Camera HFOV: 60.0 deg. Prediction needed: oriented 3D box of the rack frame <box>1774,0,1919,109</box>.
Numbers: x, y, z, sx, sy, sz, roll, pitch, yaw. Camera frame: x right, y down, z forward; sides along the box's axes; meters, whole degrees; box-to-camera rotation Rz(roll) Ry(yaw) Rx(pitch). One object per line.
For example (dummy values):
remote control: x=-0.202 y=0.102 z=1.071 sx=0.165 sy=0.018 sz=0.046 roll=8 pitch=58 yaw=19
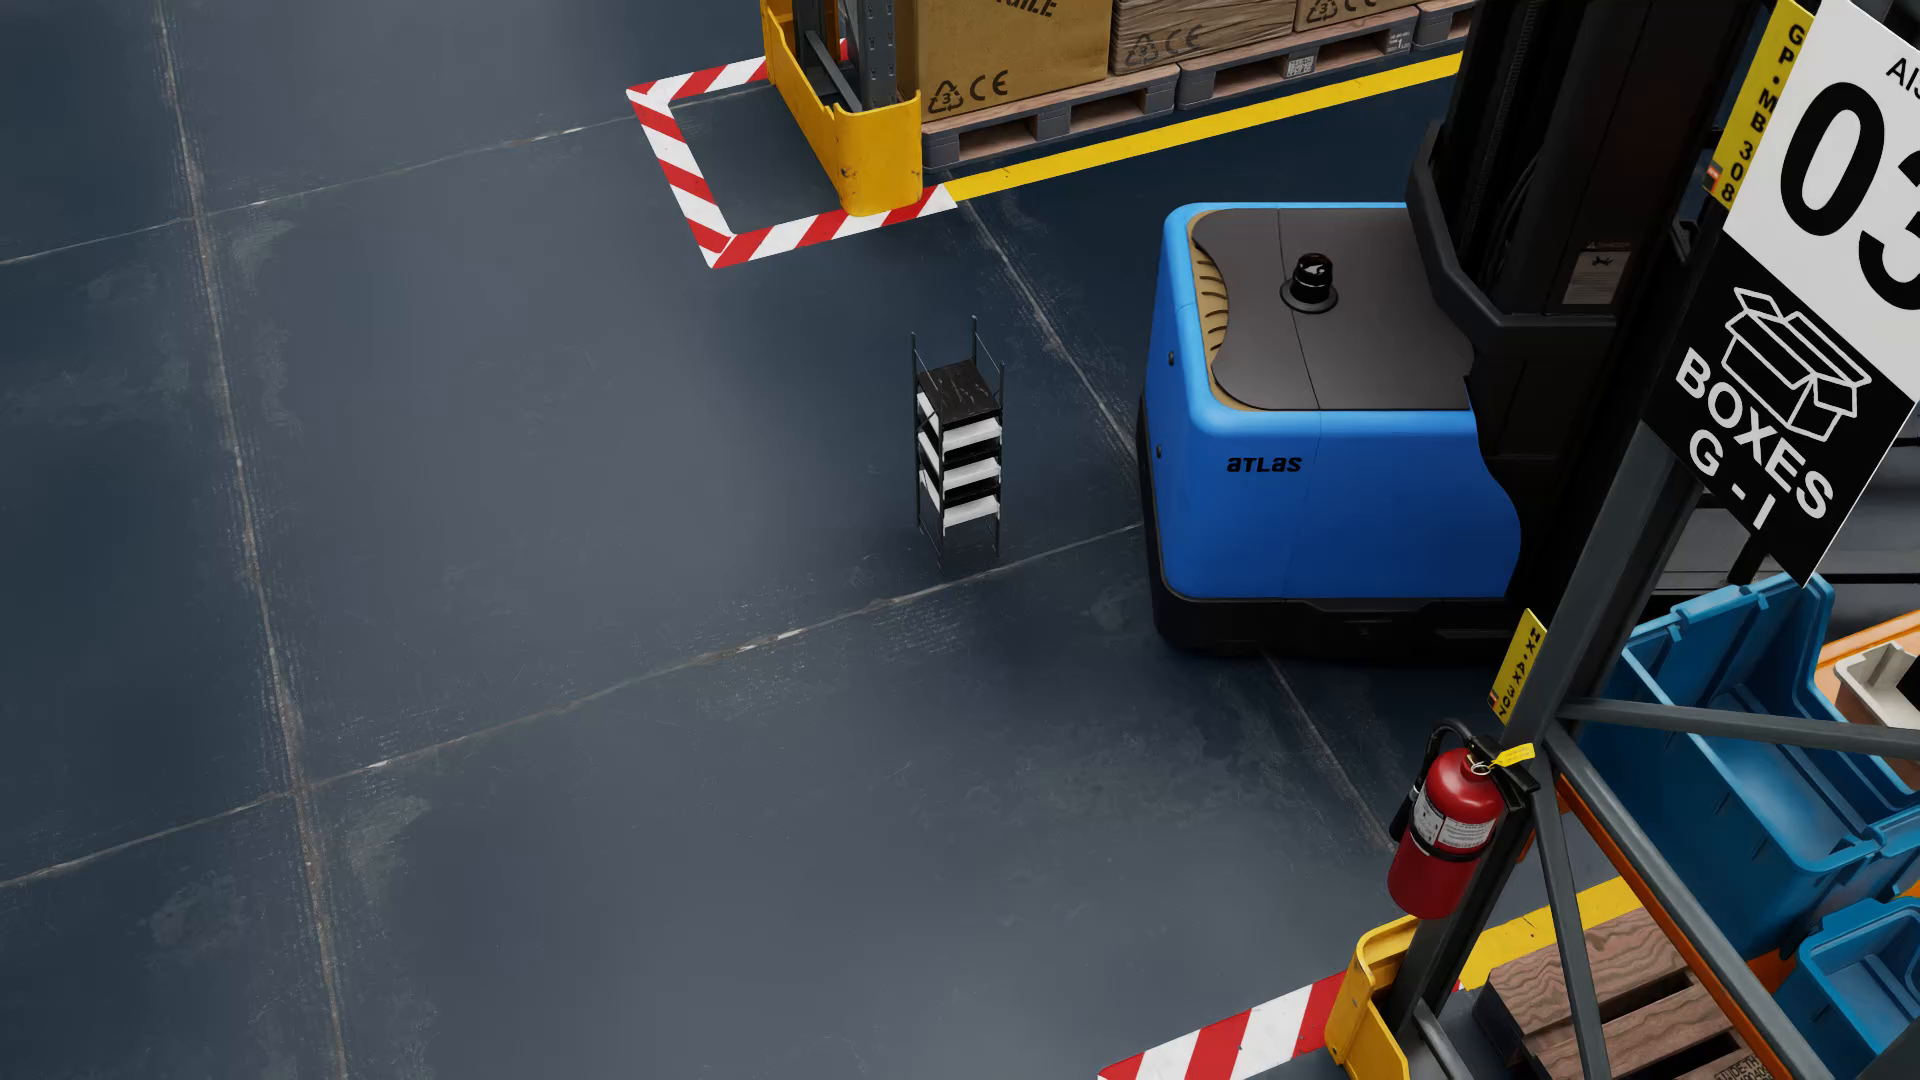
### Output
rack frame: x=1.379 y=-1.244 z=0.887 sx=0.127 sy=3.000 sz=1.000 roll=-17 pitch=52 yaw=-14

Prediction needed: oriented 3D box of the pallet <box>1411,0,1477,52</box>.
pallet: x=2.475 y=-2.844 z=8.053 sx=1.213 sy=0.211 sz=1.003 roll=-17 pitch=52 yaw=-14

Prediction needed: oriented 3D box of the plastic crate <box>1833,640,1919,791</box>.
plastic crate: x=2.065 y=0.416 z=3.550 sx=0.243 sy=0.136 sz=0.396 roll=-17 pitch=52 yaw=-14

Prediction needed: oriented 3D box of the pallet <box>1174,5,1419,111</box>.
pallet: x=1.344 y=-2.491 z=7.750 sx=1.213 sy=0.211 sz=1.003 roll=-17 pitch=52 yaw=-14

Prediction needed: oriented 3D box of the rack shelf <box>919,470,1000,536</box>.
rack shelf: x=-0.008 y=-0.152 z=5.568 sx=0.200 sy=0.077 sz=0.258 roll=-17 pitch=52 yaw=-14

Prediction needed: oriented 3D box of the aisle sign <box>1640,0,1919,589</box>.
aisle sign: x=1.201 y=-0.322 z=2.335 sx=0.004 sy=0.787 sz=0.394 roll=-17 pitch=52 yaw=-14

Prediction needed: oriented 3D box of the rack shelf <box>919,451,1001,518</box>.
rack shelf: x=-0.008 y=-0.211 z=5.500 sx=0.200 sy=0.077 sz=0.258 roll=-17 pitch=52 yaw=-14

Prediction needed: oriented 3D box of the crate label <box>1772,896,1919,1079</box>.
crate label: x=1.732 y=0.906 z=3.066 sx=0.303 sy=0.233 sz=0.416 roll=-17 pitch=52 yaw=-14

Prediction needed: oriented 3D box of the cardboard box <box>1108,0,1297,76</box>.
cardboard box: x=0.910 y=-2.714 z=7.227 sx=0.875 sy=0.875 sz=0.875 roll=-17 pitch=52 yaw=-14

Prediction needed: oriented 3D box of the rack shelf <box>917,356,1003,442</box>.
rack shelf: x=-0.008 y=-0.445 z=5.227 sx=0.200 sy=0.077 sz=0.258 roll=-17 pitch=52 yaw=-14

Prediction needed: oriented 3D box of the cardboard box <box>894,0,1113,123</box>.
cardboard box: x=0.068 y=-2.453 z=7.003 sx=0.875 sy=0.875 sz=0.875 roll=-17 pitch=52 yaw=-14

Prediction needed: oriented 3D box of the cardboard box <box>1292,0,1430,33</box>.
cardboard box: x=1.734 y=-2.969 z=7.446 sx=0.875 sy=0.875 sz=0.875 roll=-17 pitch=52 yaw=-14

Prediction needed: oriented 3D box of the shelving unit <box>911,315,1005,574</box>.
shelving unit: x=-0.008 y=-0.291 z=5.407 sx=0.210 sy=0.900 sz=0.258 roll=-17 pitch=52 yaw=-14

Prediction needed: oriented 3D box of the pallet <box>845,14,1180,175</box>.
pallet: x=0.216 y=-2.144 z=7.452 sx=1.213 sy=0.211 sz=1.003 roll=-17 pitch=52 yaw=-14

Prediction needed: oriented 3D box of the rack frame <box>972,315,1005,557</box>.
rack frame: x=0.087 y=-0.320 z=5.432 sx=0.006 sy=0.900 sz=0.240 roll=-17 pitch=52 yaw=-14

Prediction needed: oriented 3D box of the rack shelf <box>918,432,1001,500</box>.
rack shelf: x=-0.008 y=-0.269 z=5.432 sx=0.200 sy=0.077 sz=0.258 roll=-17 pitch=52 yaw=-14

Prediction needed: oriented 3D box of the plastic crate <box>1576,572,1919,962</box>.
plastic crate: x=1.618 y=0.452 z=3.322 sx=0.499 sy=0.435 sz=0.616 roll=-17 pitch=52 yaw=-14

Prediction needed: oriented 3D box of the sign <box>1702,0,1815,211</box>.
sign: x=1.156 y=-0.614 z=2.392 sx=0.005 sy=0.325 sz=0.100 roll=-17 pitch=52 yaw=-14

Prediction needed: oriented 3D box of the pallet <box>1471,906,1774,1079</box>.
pallet: x=2.157 y=1.410 z=4.400 sx=1.213 sy=0.211 sz=1.003 roll=-17 pitch=52 yaw=-14

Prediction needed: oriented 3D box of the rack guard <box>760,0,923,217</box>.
rack guard: x=-0.516 y=-1.947 z=7.092 sx=0.348 sy=0.500 sz=1.175 roll=-17 pitch=52 yaw=-14

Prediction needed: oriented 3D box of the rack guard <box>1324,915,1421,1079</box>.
rack guard: x=1.361 y=1.541 z=4.097 sx=0.348 sy=0.500 sz=1.175 roll=-17 pitch=52 yaw=-14

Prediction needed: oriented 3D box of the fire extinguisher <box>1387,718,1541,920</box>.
fire extinguisher: x=1.067 y=0.581 z=3.570 sx=0.183 sy=0.674 sz=0.296 roll=-17 pitch=52 yaw=-14

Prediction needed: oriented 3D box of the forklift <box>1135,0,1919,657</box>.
forklift: x=2.147 y=-0.963 z=4.645 sx=3.031 sy=2.935 sz=1.130 roll=0 pitch=49 yaw=0

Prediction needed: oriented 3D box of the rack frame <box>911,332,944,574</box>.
rack frame: x=-0.102 y=-0.262 z=5.382 sx=0.006 sy=0.900 sz=0.240 roll=-17 pitch=52 yaw=-14

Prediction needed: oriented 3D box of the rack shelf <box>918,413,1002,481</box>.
rack shelf: x=-0.008 y=-0.328 z=5.364 sx=0.200 sy=0.077 sz=0.258 roll=-17 pitch=52 yaw=-14

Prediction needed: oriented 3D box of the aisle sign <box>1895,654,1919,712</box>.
aisle sign: x=1.424 y=0.093 z=1.980 sx=0.004 sy=0.787 sz=0.394 roll=-17 pitch=52 yaw=-14

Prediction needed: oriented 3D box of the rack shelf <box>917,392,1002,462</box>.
rack shelf: x=-0.008 y=-0.386 z=5.295 sx=0.200 sy=0.077 sz=0.258 roll=-17 pitch=52 yaw=-14

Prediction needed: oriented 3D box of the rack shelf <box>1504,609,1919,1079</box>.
rack shelf: x=3.230 y=0.371 z=3.928 sx=4.000 sy=0.370 sz=1.077 roll=-17 pitch=52 yaw=-14

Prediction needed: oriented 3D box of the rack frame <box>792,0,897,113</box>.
rack frame: x=-0.494 y=-2.768 z=6.150 sx=0.127 sy=3.000 sz=1.000 roll=-17 pitch=52 yaw=-14

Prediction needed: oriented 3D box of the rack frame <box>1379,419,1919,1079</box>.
rack frame: x=1.379 y=0.710 z=3.163 sx=0.127 sy=3.000 sz=1.000 roll=-17 pitch=52 yaw=-14

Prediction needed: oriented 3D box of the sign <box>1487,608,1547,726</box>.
sign: x=1.156 y=0.276 z=3.429 sx=0.005 sy=0.325 sz=0.100 roll=-17 pitch=52 yaw=-14
